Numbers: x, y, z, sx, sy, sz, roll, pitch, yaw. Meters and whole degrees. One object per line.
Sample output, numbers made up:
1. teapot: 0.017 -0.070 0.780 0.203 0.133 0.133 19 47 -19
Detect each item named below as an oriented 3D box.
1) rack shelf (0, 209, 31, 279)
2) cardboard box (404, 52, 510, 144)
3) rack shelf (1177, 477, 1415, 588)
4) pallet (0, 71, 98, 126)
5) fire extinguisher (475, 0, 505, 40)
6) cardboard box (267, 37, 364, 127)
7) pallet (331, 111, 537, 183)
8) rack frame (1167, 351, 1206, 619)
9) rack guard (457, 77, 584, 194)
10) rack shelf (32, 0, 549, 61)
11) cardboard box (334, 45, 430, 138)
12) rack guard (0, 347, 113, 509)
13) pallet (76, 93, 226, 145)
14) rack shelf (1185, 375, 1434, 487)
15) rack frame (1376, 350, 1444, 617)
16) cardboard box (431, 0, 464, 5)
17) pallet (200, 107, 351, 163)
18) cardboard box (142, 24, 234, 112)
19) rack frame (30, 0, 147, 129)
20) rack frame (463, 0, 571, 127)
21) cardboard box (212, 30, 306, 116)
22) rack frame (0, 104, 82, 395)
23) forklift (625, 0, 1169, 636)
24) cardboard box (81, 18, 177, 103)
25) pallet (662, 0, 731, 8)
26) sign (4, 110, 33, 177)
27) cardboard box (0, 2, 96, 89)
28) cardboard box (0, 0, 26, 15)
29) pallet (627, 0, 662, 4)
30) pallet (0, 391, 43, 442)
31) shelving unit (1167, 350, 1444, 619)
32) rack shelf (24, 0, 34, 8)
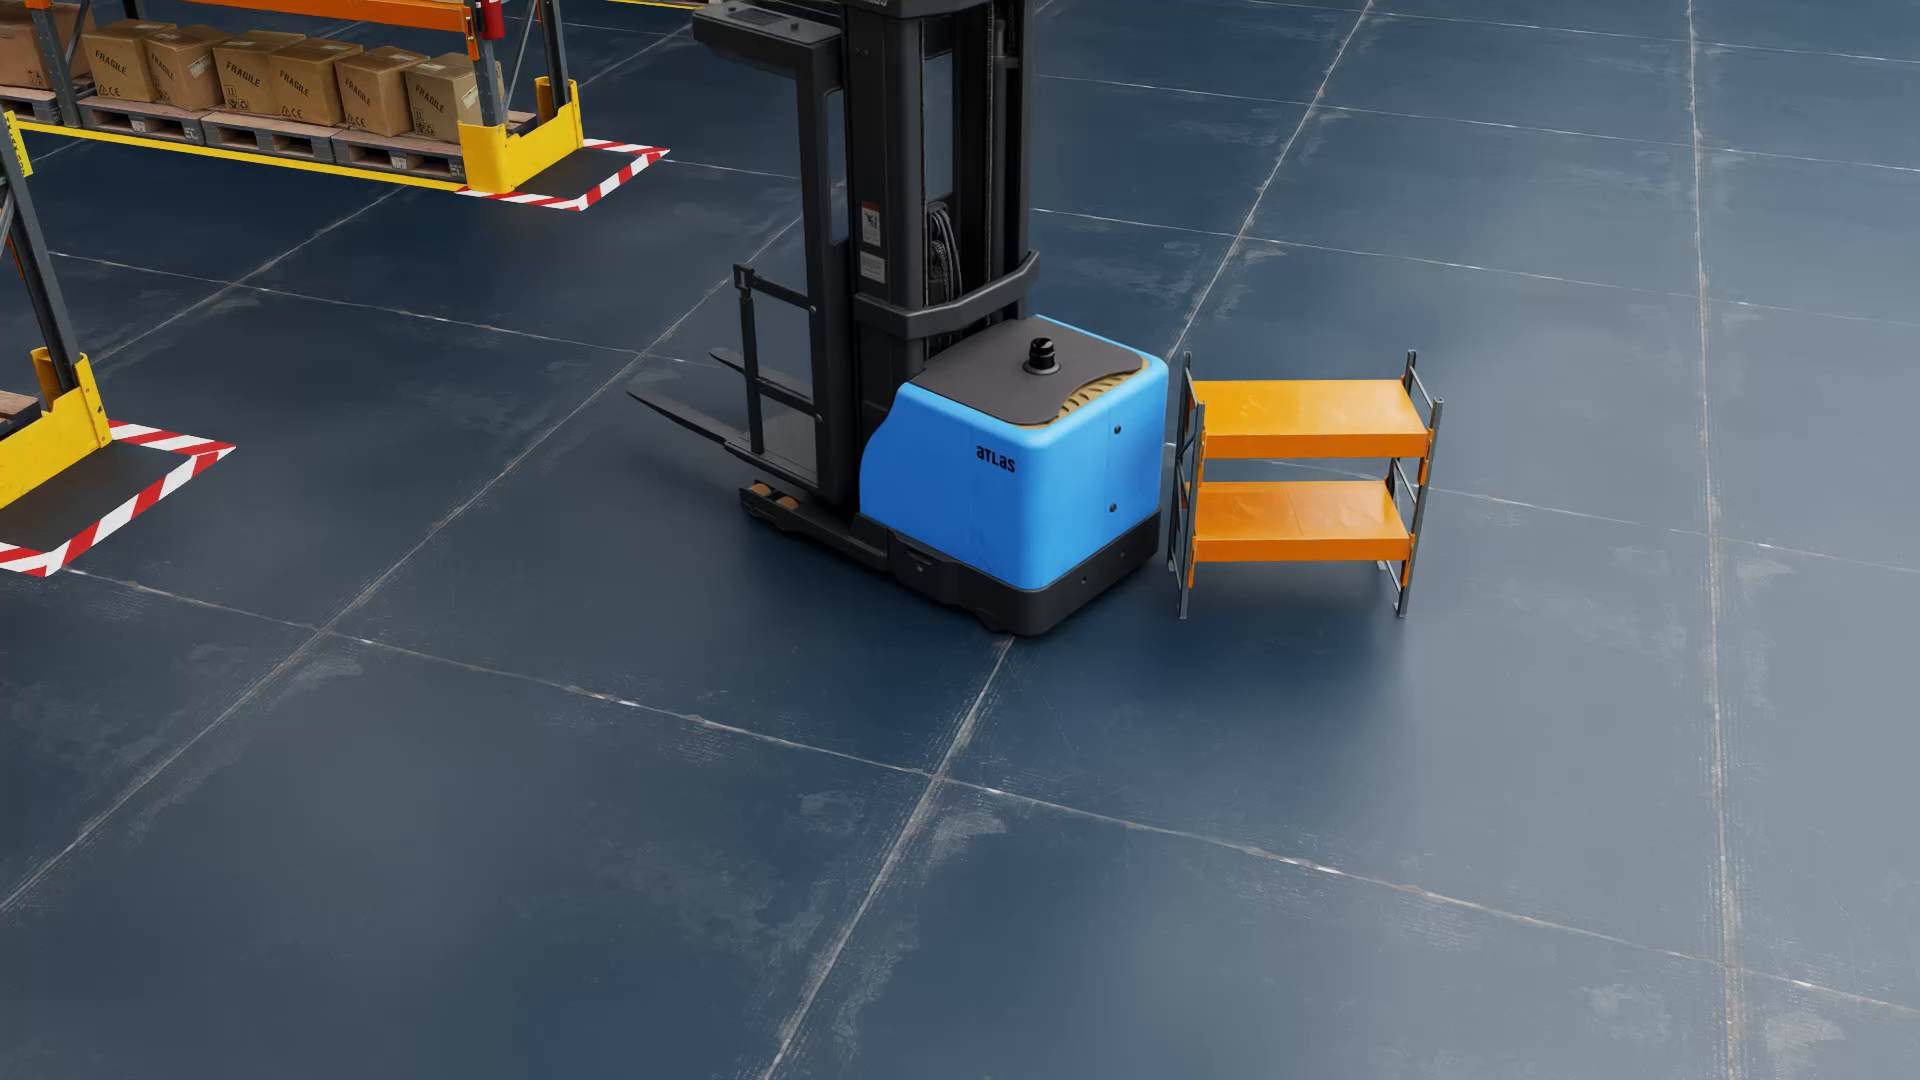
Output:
1. rack shelf: -6.773 -1.631 8.673 4.000 0.370 1.077 11 34 16
2. cardboard box: -3.802 -3.345 12.583 0.500 0.500 0.500 18 37 25
3. rack shelf: 1.535 -0.040 7.726 1.000 0.278 0.538 0 33 -1
4. pallet: -7.718 -3.798 13.938 1.213 0.211 1.003 11 34 16
5. fire extinguisher: -3.267 -3.807 11.452 0.183 0.674 0.296 11 34 16
6. cardboard box: -4.959 -3.561 12.917 0.500 0.500 0.500 14 35 21
7. pallet: -4.044 -3.105 12.864 1.213 0.211 1.003 11 34 16
8. rack frame: 1.026 -0.241 7.587 0.032 1.125 0.500 0 33 -1
9. rack guard: -3.291 -3.060 12.528 0.348 0.500 1.175 11 34 16
10. rack shelf: -5.102 -4.160 12.590 4.000 0.370 1.077 11 34 16
11. cardboard box: -4.376 -3.437 12.725 0.500 0.500 0.500 21 38 29
12. rack guard: -4.978 -0.507 8.574 0.348 0.500 1.175 11 34 16
13. pallet: -6.341 -3.551 13.556 1.213 0.211 1.003 11 34 16
14. rack shelf: 1.535 -0.491 7.434 1.000 0.278 0.538 0 33 -1
15. rack frame: 2.043 -0.250 7.600 0.032 1.125 0.500 0 33 -1
16. cardboard box: -3.557 -3.937 11.814 0.250 0.149 0.380 11 34 16
17. pallet: -5.188 -3.329 13.212 1.213 0.211 1.003 11 34 16
18. cardboard box: -6.080 -3.760 13.225 0.500 0.500 0.500 23 39 31
19. rack frame: -6.985 -4.828 12.962 0.127 3.000 1.000 11 34 16
20. rack frame: -3.219 -4.096 11.828 0.127 3.000 1.000 11 34 16
21. cardboard box: -5.469 -3.686 13.111 0.500 0.500 0.500 8 34 12
22. rack frame: -4.890 -1.567 7.911 0.127 3.000 1.000 11 34 16
23. forklift: -0.479 -1.471 7.826 3.031 2.935 1.130 25 41 33
24. cardboard box: -6.622 -3.860 13.381 0.500 0.500 0.500 10 34 15
25. pallet: -2.230 -5.545 16.644 1.213 0.211 1.003 11 34 16
26. sign: -4.701 -1.963 8.270 0.005 0.325 0.100 11 34 16
27. cardboard box: -7.556 -4.086 13.712 0.500 0.500 0.700 8 34 13
28. cardboard box: -7.998 -4.183 13.862 0.500 0.500 0.700 11 34 16
29. pallet: -3.375 -5.769 16.991 1.213 0.211 1.003 11 34 16
30. pallet: -5.741 -0.537 8.886 1.213 0.211 1.003 11 34 16
31. shelving unit: 1.535 -0.246 7.593 1.048 1.125 0.538 0 33 -1
32. rack shelf: -8.868 -4.892 13.724 4.000 0.370 1.077 11 34 16
